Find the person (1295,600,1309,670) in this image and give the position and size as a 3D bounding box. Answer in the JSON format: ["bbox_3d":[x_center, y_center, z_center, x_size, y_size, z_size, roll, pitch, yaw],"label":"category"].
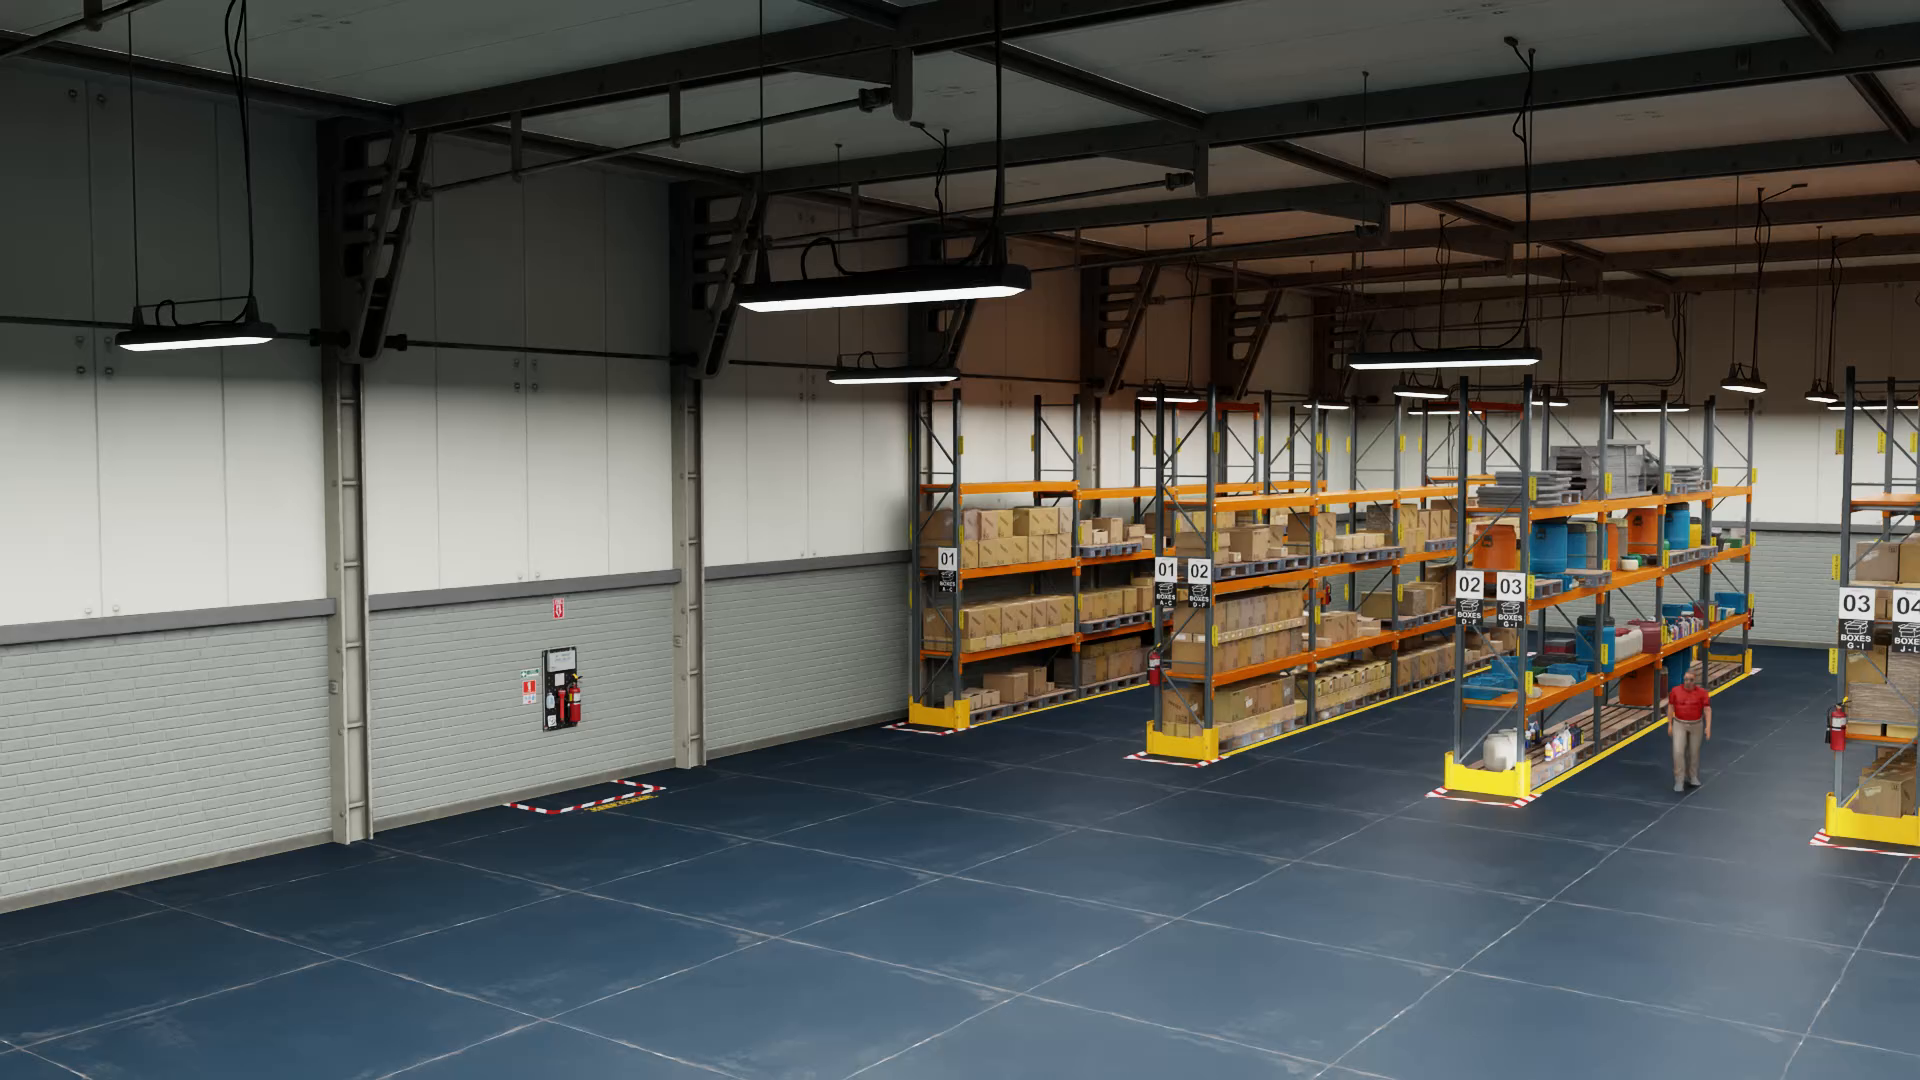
[{"bbox_3d":[7.444,2.097,36.332,0.511,1.622,1.049,2,4,35],"label":"person"}]

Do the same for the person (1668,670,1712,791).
[{"bbox_3d":[10.660,2.768,24.304,0.585,1.755,0.667,1,4,23],"label":"person"}]
